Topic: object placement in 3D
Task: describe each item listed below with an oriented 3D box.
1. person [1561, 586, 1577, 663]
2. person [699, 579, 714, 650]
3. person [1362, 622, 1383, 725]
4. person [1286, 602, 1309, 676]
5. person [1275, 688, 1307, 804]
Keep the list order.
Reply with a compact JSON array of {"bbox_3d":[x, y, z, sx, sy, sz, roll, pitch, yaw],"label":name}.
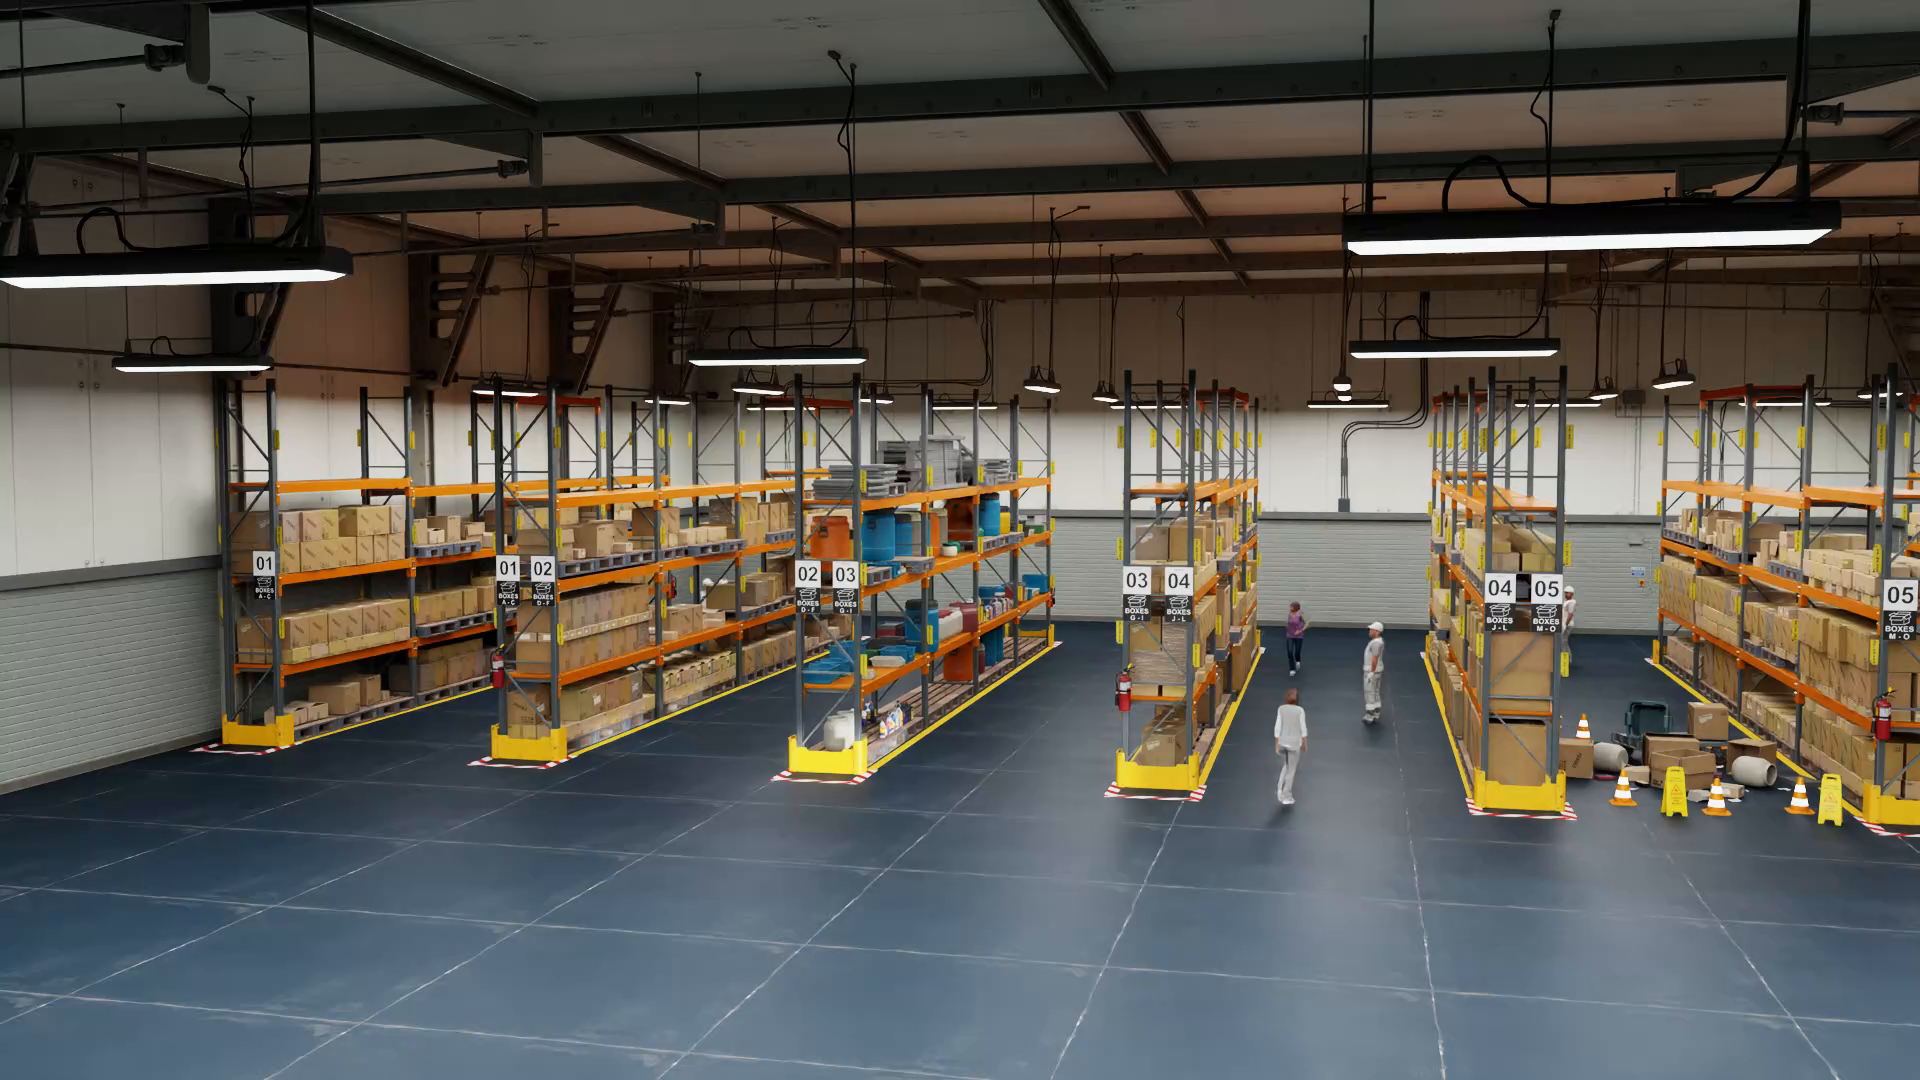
[{"bbox_3d":[13.341,1.913,36.664,0.520,1.798,0.612,2,4,28],"label":"person"},{"bbox_3d":[-5.880,1.800,38.744,0.689,1.816,0.829,1,4,19],"label":"person"},{"bbox_3d":[7.285,2.344,29.413,0.467,1.797,0.547,2,4,35],"label":"person"},{"bbox_3d":[7.217,2.112,35.572,0.490,1.566,0.658,1,4,16],"label":"person"},{"bbox_3d":[4.547,2.828,22.796,0.414,1.610,0.397,-3,5,-44],"label":"person"}]
